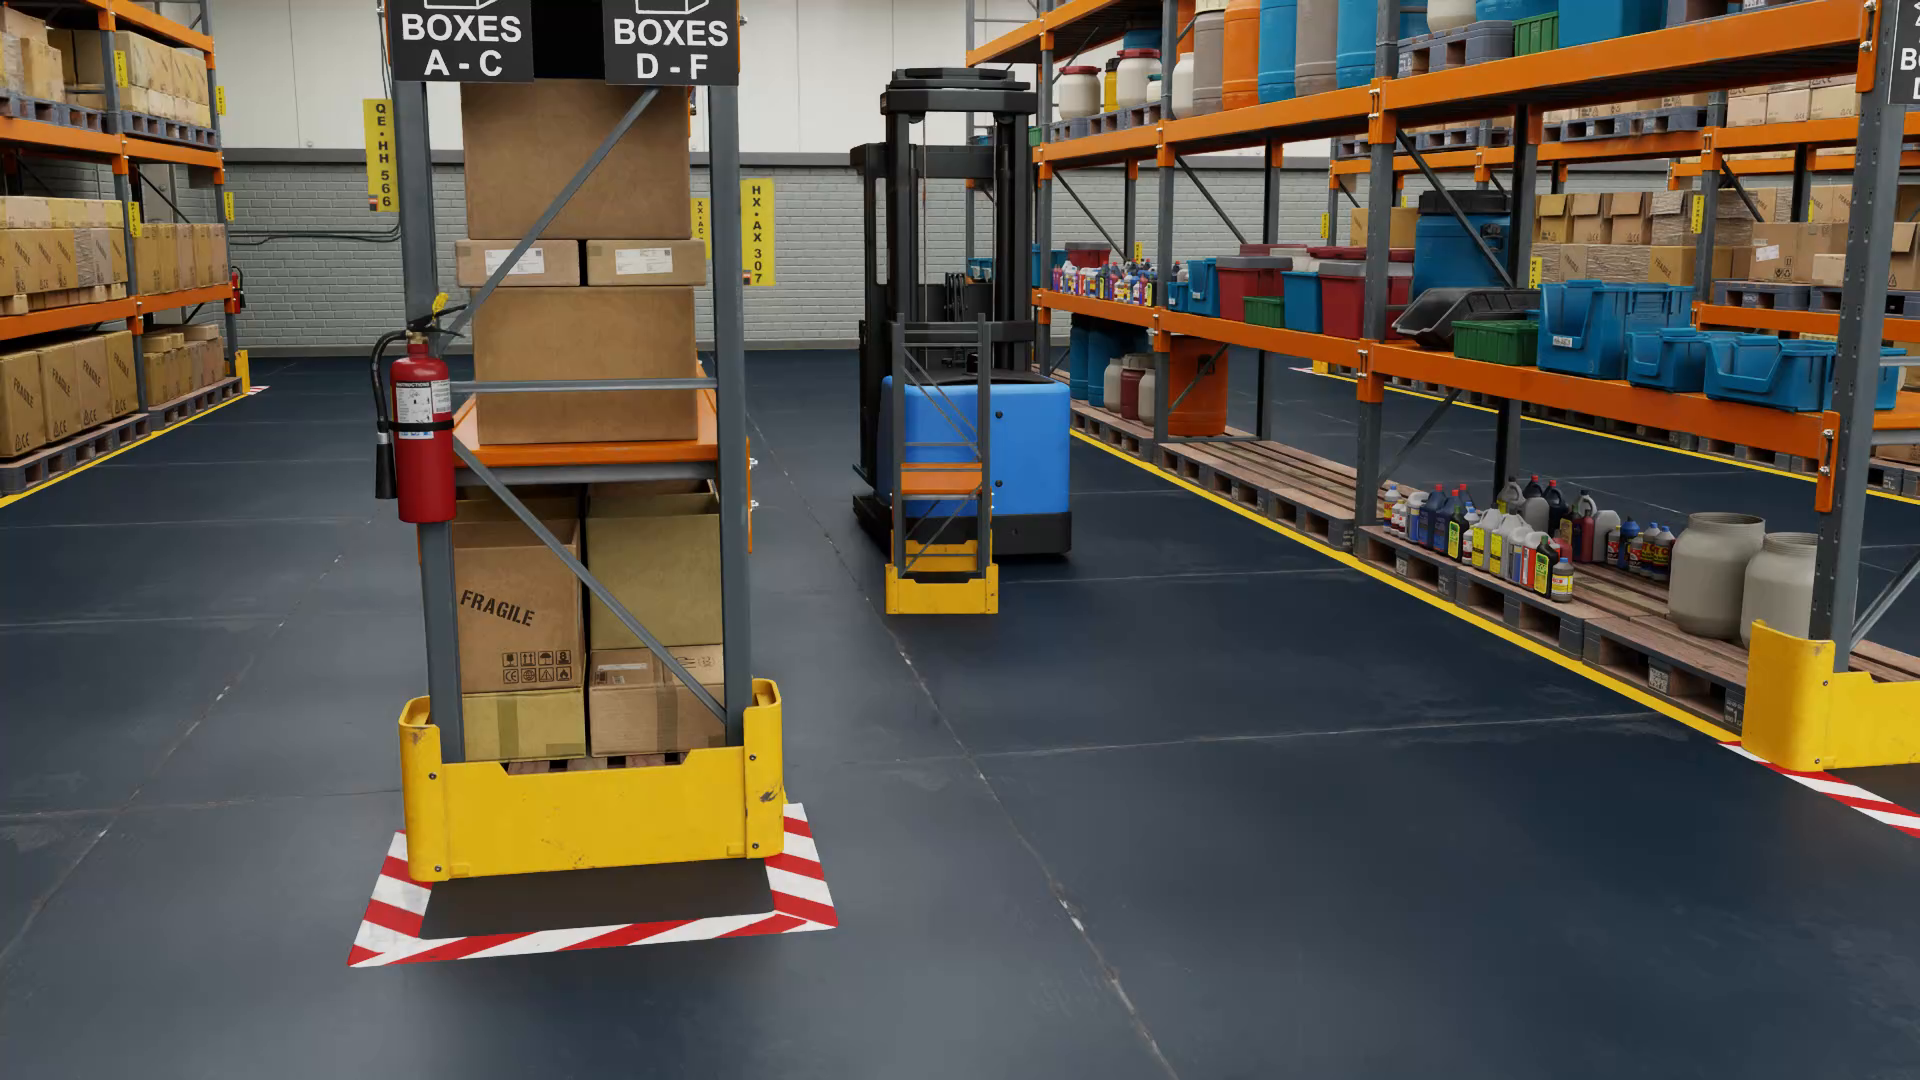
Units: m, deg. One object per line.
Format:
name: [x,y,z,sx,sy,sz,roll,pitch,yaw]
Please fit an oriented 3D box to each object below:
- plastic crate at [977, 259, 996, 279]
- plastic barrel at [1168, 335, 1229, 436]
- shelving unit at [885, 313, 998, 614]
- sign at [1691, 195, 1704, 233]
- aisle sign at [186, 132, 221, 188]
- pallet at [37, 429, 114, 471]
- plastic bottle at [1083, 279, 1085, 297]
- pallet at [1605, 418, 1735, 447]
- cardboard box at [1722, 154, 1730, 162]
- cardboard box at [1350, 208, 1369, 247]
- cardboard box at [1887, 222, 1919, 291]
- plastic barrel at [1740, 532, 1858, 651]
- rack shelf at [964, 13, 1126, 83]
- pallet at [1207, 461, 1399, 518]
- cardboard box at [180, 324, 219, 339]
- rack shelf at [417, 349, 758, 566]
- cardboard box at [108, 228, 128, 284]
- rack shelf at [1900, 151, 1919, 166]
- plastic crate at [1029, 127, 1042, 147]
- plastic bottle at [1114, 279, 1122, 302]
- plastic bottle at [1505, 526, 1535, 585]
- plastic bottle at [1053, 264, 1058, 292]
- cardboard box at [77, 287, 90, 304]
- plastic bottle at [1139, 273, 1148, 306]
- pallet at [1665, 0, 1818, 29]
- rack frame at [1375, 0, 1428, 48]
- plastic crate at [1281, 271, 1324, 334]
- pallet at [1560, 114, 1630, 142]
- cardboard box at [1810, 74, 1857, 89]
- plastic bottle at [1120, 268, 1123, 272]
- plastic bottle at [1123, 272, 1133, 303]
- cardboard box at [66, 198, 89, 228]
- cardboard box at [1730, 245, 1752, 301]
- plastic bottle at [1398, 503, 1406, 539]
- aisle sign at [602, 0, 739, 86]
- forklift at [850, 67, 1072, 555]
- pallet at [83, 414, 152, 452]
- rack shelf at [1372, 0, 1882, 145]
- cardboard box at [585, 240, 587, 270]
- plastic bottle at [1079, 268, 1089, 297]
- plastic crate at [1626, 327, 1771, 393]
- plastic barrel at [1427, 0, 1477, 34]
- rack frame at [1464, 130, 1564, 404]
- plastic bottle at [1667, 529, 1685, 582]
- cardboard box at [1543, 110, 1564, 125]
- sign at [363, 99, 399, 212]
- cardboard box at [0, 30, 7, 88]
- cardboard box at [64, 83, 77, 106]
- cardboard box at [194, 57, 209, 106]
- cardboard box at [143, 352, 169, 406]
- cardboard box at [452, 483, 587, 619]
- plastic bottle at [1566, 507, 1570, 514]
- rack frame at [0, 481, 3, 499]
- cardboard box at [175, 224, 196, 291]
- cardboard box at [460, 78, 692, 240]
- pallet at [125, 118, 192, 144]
plastic crate: [0.428,-3.355,20.586,0.416,0.233,0.300,-2,11,-11]
plastic barrel: [2.019,-1.347,14.434,0.600,0.830,0.708,-2,11,-11]
shelving unit: [-0.101,-0.453,9.066,0.587,1.500,1.083,0,11,-1]
sign: [6.445,-2.846,14.532,0.100,0.325,0.005,-2,11,-11]
aisle sign: [-8.863,-4.526,19.502,0.394,0.787,0.004,-2,11,-11]
pallet: [-7.900,-0.759,14.118,1.003,0.211,1.213,-2,11,-11]
plastic bottle: [1.245,-2.463,16.148,0.097,0.201,0.097,0,11,0]
pallet: [6.910,-1.076,15.784,1.003,0.211,1.213,-2,11,-11]
cardboard box: [10.253,-5.139,22.052,0.500,0.250,0.500,-2,11,-9]
cardboard box: [5.359,-4.017,21.378,0.500,0.500,0.500,-2,11,-12]
cardboard box: [7.339,-2.136,12.498,0.797,0.503,0.637,-1,11,-5]
plastic barrel: [3.484,0.247,6.907,0.421,0.512,0.421,0,11,0]
rack shelf: [0.964,-5.616,19.128,1.077,0.370,4.000,-2,11,-11]
pallet: [2.477,-0.381,12.136,1.003,0.211,1.213,-2,11,-11]
cardboard box: [-8.705,-2.380,19.008,0.380,0.149,0.250,-2,11,-12]
rack shelf: [-1.562,-0.485,7.146,1.077,0.370,4.000,-2,11,-11]
cardboard box: [-8.028,-2.621,15.329,0.500,0.500,0.500,-2,11,-12]
rack shelf: [11.485,-3.947,17.313,1.077,0.370,4.000,-2,11,-11]
plastic crate: [0.974,-4.288,17.747,0.450,0.188,0.662,-2,11,-11]
plastic bottle: [1.452,-2.268,15.123,0.097,0.201,0.097,0,11,0]
plastic bottle: [2.850,0.077,8.375,0.152,0.276,0.135,-2,11,-13]
plastic bottle: [1.006,-2.712,17.233,0.061,0.283,0.133,-2,11,-11]
cardboard box: [-7.852,-2.138,14.526,0.380,0.149,0.250,-2,11,-11]
plastic bottle: [1.589,-2.162,14.344,0.061,0.283,0.133,-2,11,-11]
pallet: [3.622,-2.187,6.647,1.003,0.211,1.213,-2,11,-11]
rack frame: [2.909,-4.332,9.387,1.000,3.000,0.127,-2,11,-11]
plastic crate: [2.389,-1.568,10.953,0.392,0.384,0.575,-2,11,-11]
pallet: [6.591,-4.000,16.174,1.003,0.211,1.213,-2,11,-8]
cardboard box: [7.028,-3.786,12.938,0.500,0.500,0.500,-2,11,-13]
plastic bottle: [1.746,-2.730,17.351,0.152,0.276,0.135,-2,11,-11]
plastic bottle: [1.508,-2.249,14.835,0.097,0.271,0.097,0,11,0]
cardboard box: [-7.834,-2.801,14.268,0.500,0.250,0.500,-2,11,-10]
cardboard box: [7.161,-2.446,15.260,0.500,0.500,0.500,-2,11,-9]
plastic bottle: [2.580,-0.114,9.582,0.097,0.201,0.097,0,11,0]
aisle sign: [-0.860,-1.748,4.903,0.394,0.787,0.004,-2,11,-11]
forklift: [-0.123,-1.555,11.029,1.130,2.935,3.031,-2,11,-11]
pallet: [-8.141,-0.983,15.296,1.003,0.211,1.213,-2,11,-11]
rack shelf: [3.298,-2.138,7.808,1.077,0.370,4.000,-2,11,-11]
cardboard box: [-1.634,-1.092,6.407,0.380,0.149,0.250,-2,11,-9]
plastic bottle: [1.249,-2.522,16.258,0.152,0.276,0.135,-2,11,-11]
plastic crate: [3.175,-0.778,7.160,0.499,0.251,0.408,-2,11,-11]
plastic barrel: [2.800,-3.033,9.166,0.421,0.512,0.421,0,11,0]
rack frame: [6.211,-3.032,18.603,1.000,3.000,0.127,-2,11,-11]
plastic bottle: [3.614,0.081,8.335,0.061,0.283,0.133,-2,11,-10]
cardboard box: [6.336,-4.463,17.218,0.500,0.311,0.500,-3,11,-13]
sign: [-1.708,-1.139,4.930,0.100,0.325,0.005,-2,11,-11]
cardboard box: [-7.987,-3.781,13.071,0.700,0.500,0.500,-2,11,-8]
cardboard box: [-8.728,-4.264,16.064,0.500,0.250,0.500,-2,11,-10]
cardboard box: [-8.733,-5.124,18.580,0.500,0.500,0.500,-2,11,-11]
cardboard box: [-8.410,-1.611,16.699,0.700,0.500,0.500,-2,11,-10]
cardboard box: [-1.778,0.034,6.719,0.500,0.500,0.500,-2,11,-11]
plastic bottle: [3.427,-0.095,9.262,0.061,0.283,0.133,-1,11,-7]
rack frame: [-7.587,-1.758,11.910,1.000,3.000,0.127,-2,11,-11]
cardboard box: [-8.742,-3.006,17.666,0.980,0.700,0.700,-3,11,-14]
cardboard box: [-1.261,-1.254,5.524,0.700,0.500,0.500,-2,11,-11]
pallet: [-8.748,-4.295,17.456,1.003,0.211,1.213,-2,11,-11]
